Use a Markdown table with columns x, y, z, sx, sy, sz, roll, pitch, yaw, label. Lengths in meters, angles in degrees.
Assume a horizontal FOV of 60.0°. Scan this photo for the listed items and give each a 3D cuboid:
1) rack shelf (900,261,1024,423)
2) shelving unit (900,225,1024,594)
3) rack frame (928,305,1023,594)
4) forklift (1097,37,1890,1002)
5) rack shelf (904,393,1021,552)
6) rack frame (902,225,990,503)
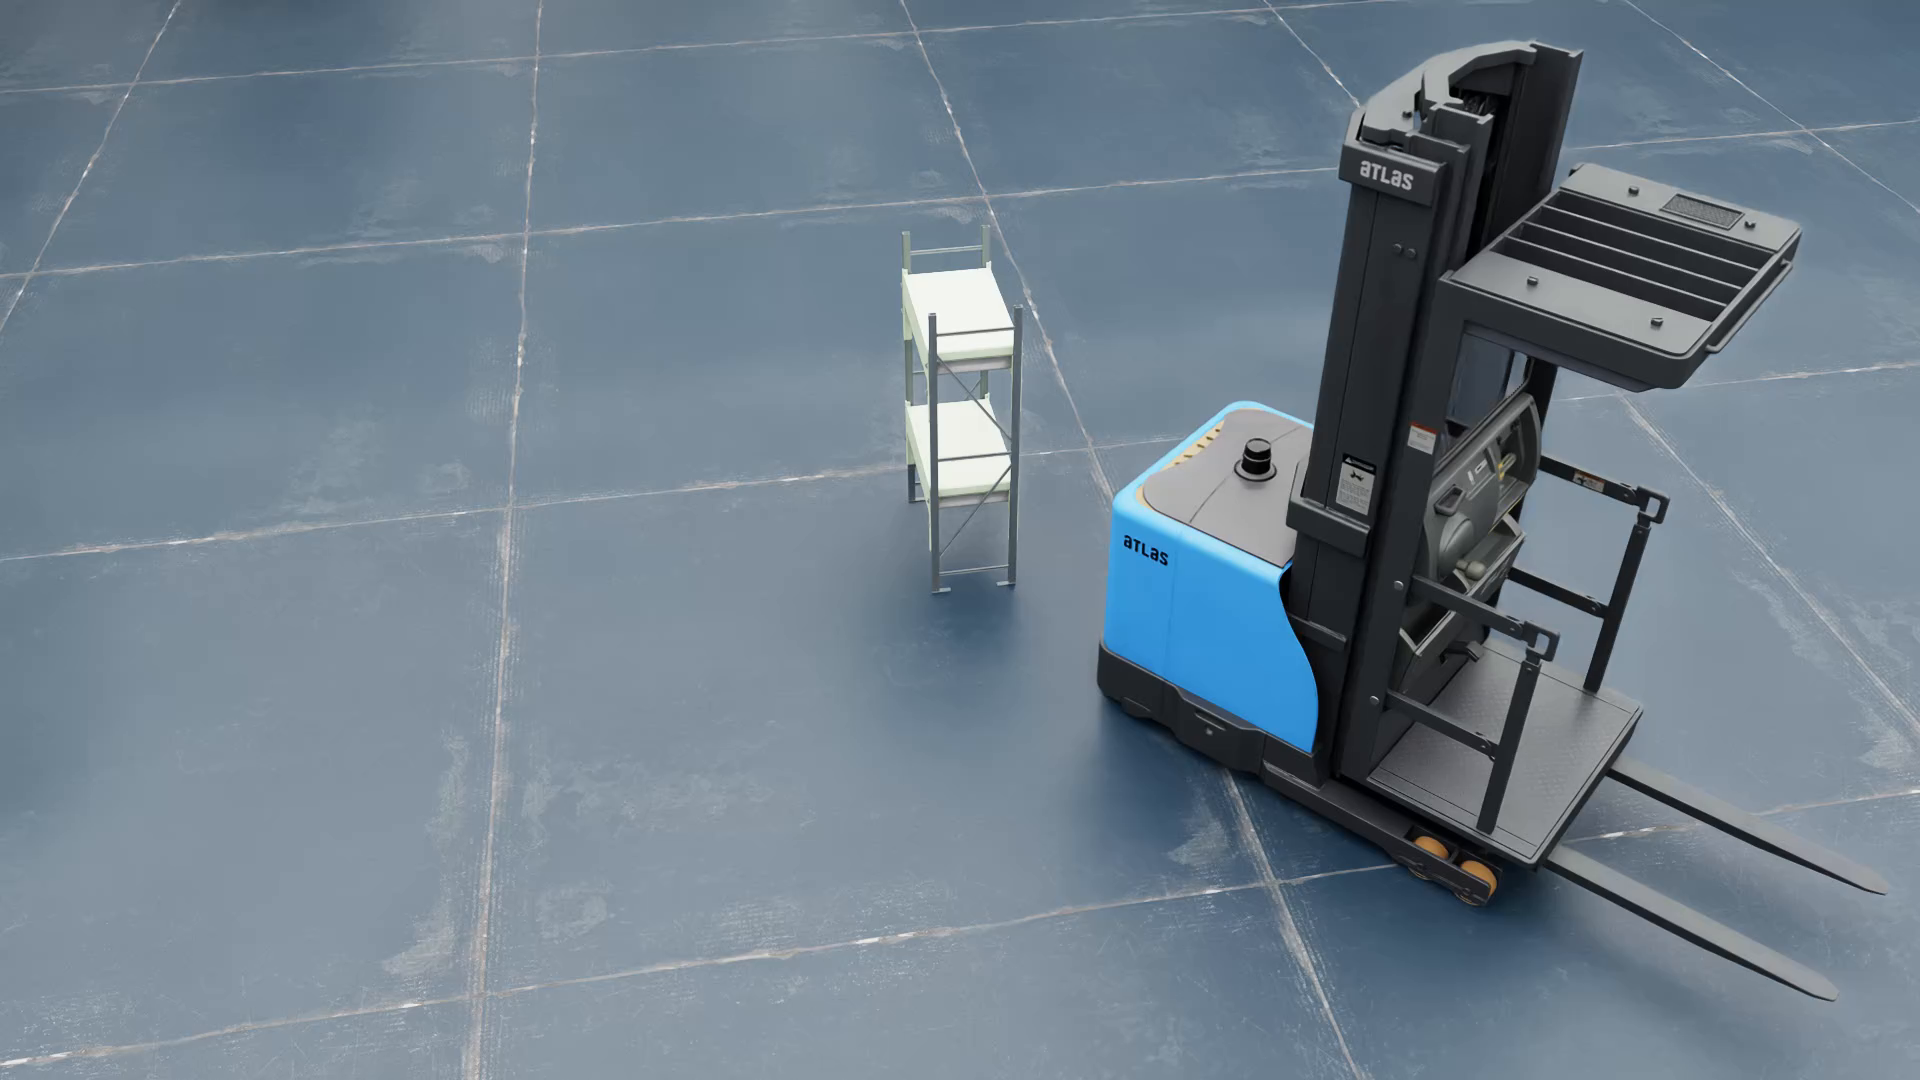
| x | y | z | sx | sy | sz | roll | pitch | yaw | label |
| --- | --- | --- | --- | --- | --- | --- | --- | --- | --- |
| 0.001 | -0.896 | 7.445 | 0.431 | 0.370 | 0.720 | -6 | 38 | -8 | rack shelf |
| 0.001 | -0.588 | 7.685 | 0.431 | 1.500 | 0.755 | -6 | 38 | -8 | shelving unit |
| 0.065 | -0.367 | 7.400 | 0.400 | 1.500 | 0.023 | -6 | 38 | -8 | rack frame |
| 2.057 | -0.135 | 5.935 | 3.031 | 2.935 | 1.130 | 27 | 45 | 30 | forklift |
| 0.001 | -0.331 | 7.885 | 0.431 | 0.370 | 0.720 | -6 | 38 | -8 | rack shelf |
| -0.063 | -0.809 | 7.969 | 0.400 | 1.500 | 0.023 | -6 | 38 | -8 | rack frame |
